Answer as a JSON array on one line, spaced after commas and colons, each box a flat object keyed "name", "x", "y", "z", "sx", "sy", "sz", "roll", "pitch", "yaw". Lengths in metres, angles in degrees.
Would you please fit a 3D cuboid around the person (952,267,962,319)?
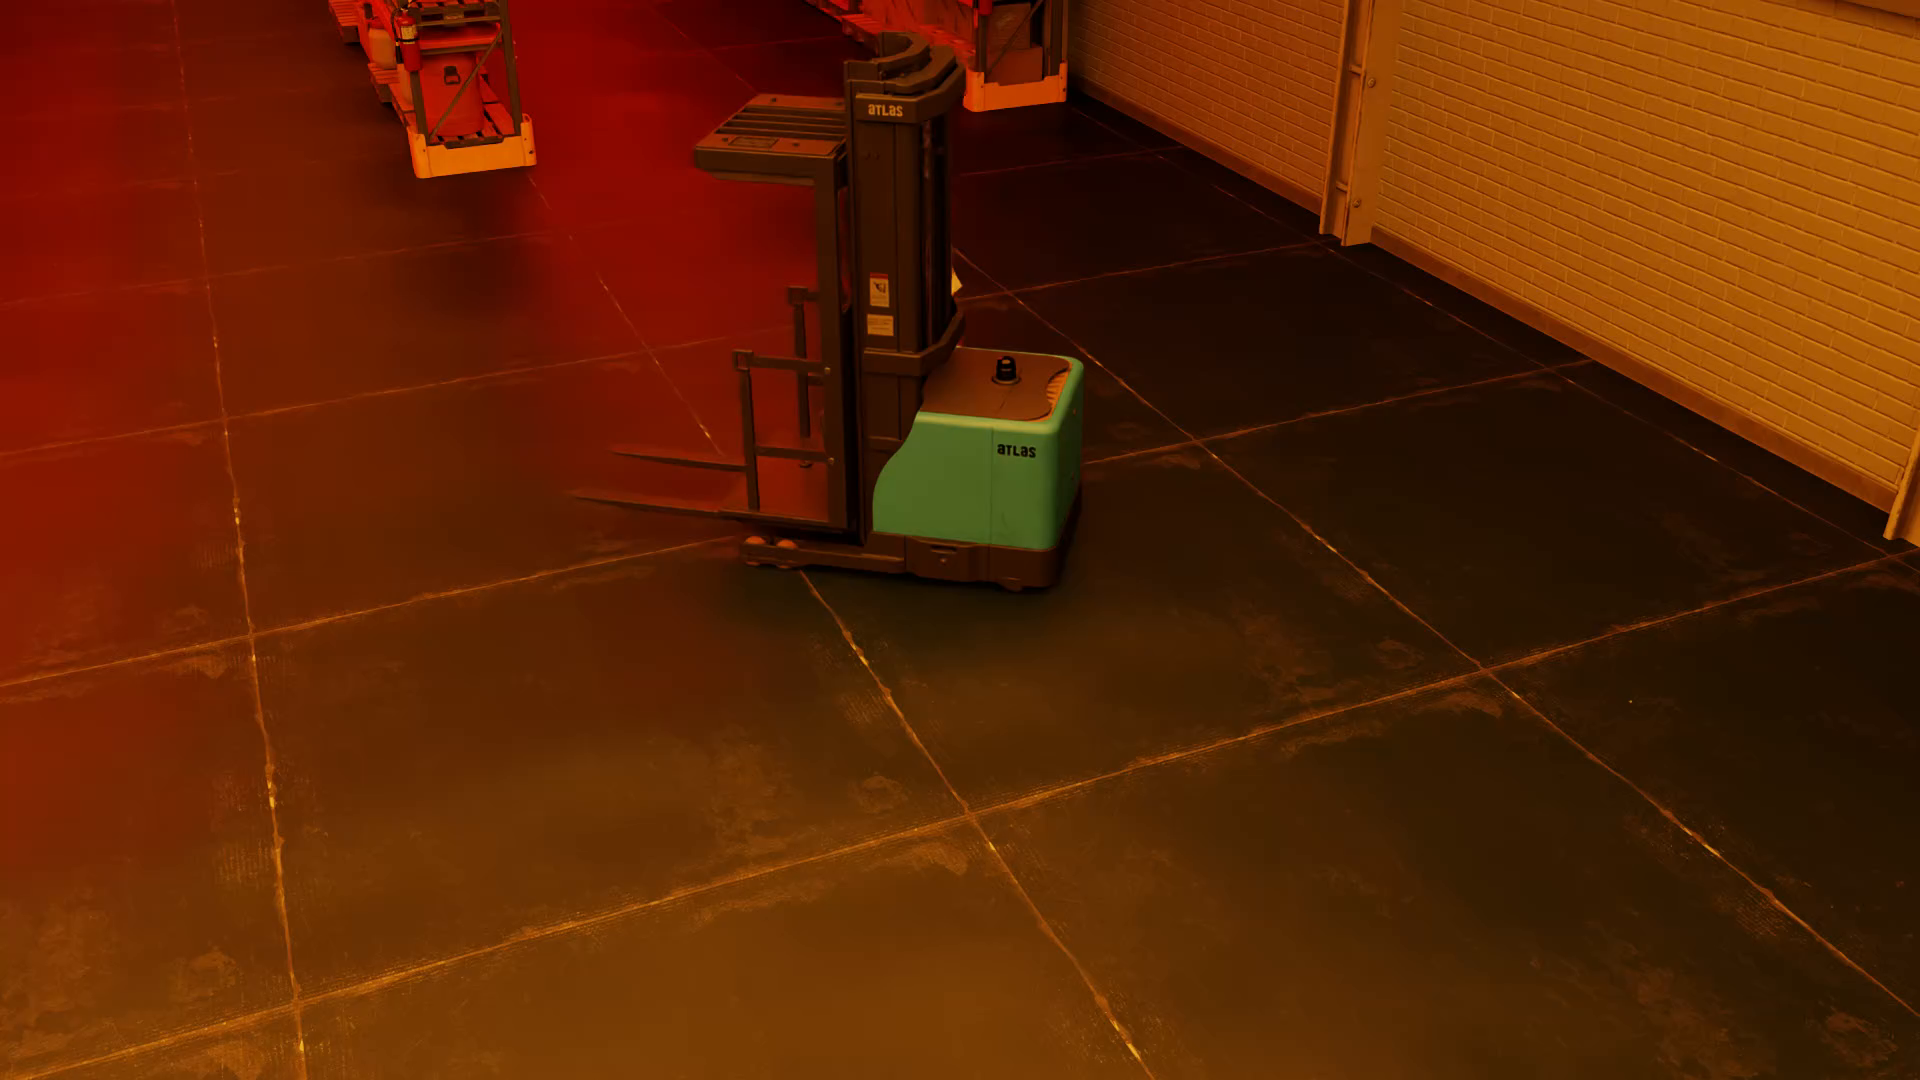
[{"name": "person", "x": -0.162, "y": -1.991, "z": 11.797, "sx": 0.554, "sy": 1.752, "sz": 0.794, "roll": -3, "pitch": 30, "yaw": -6}]

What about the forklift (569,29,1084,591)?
[{"name": "forklift", "x": -0.827, "y": -1.350, "z": 9.480, "sx": 3.031, "sy": 2.935, "sz": 1.130, "roll": 6, "pitch": 30, "yaw": 11}]
